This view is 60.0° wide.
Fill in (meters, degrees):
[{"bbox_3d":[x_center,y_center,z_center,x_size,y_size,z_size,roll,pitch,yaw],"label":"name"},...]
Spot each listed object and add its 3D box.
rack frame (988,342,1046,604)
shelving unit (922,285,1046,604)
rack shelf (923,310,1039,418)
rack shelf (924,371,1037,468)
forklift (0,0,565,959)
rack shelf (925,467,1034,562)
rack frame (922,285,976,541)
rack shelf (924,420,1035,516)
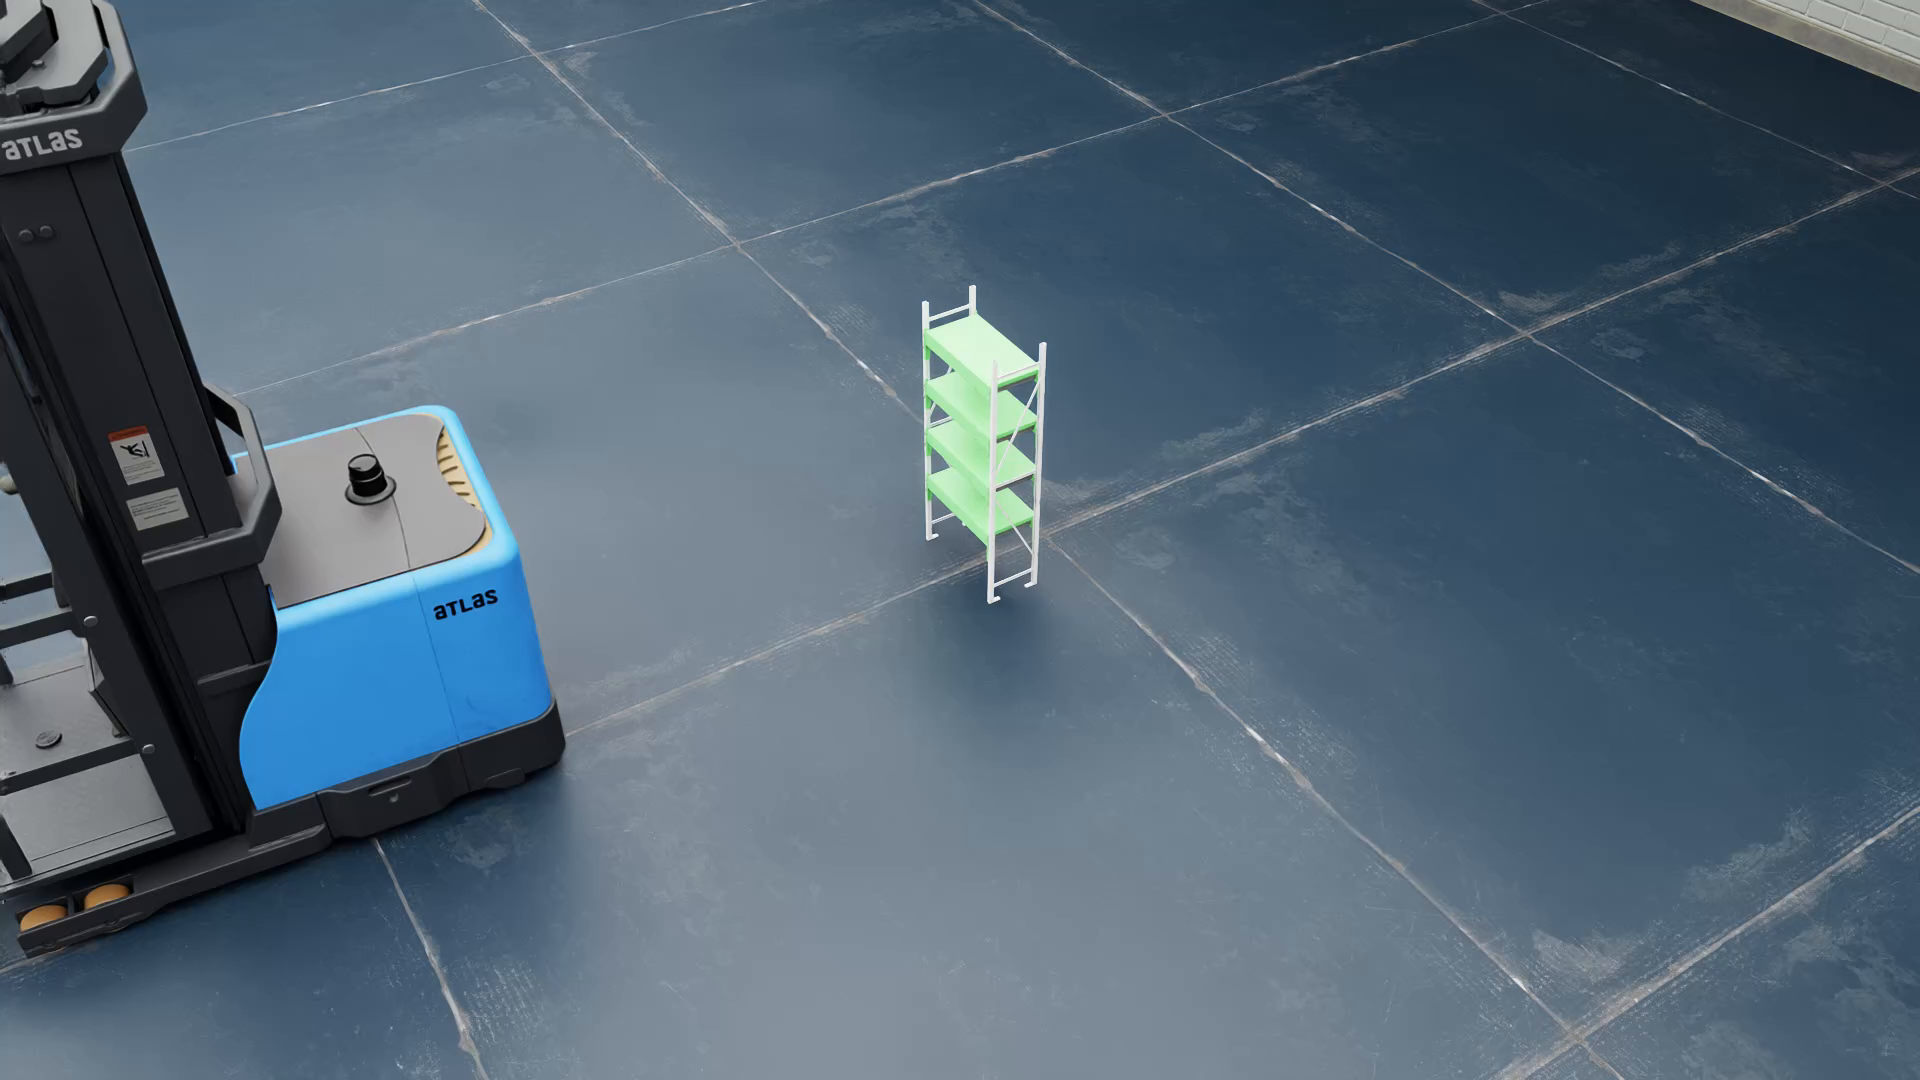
[{"bbox_3d":[0.220,-0.240,6.601,0.240,1.200,0.015,-22,45,-24],"label":"rack frame"},{"bbox_3d":[0.089,-0.372,6.759,0.258,1.200,0.503,-22,45,-24],"label":"shelving unit"},{"bbox_3d":[0.089,-0.691,6.492,0.258,0.148,0.480,-22,45,-24],"label":"rack shelf"},{"bbox_3d":[0.089,-0.507,6.646,0.258,0.148,0.480,-22,45,-24],"label":"rack shelf"},{"bbox_3d":[-3.026,-0.126,5.112,3.031,2.935,1.130,-18,43,-20],"label":"forklift"},{"bbox_3d":[0.089,-0.138,6.953,0.258,0.148,0.480,-22,45,-24],"label":"rack shelf"},{"bbox_3d":[-0.042,-0.503,6.917,0.240,1.200,0.015,-22,45,-24],"label":"rack frame"},{"bbox_3d":[0.089,-0.323,6.800,0.258,0.148,0.480,-22,45,-24],"label":"rack shelf"}]
